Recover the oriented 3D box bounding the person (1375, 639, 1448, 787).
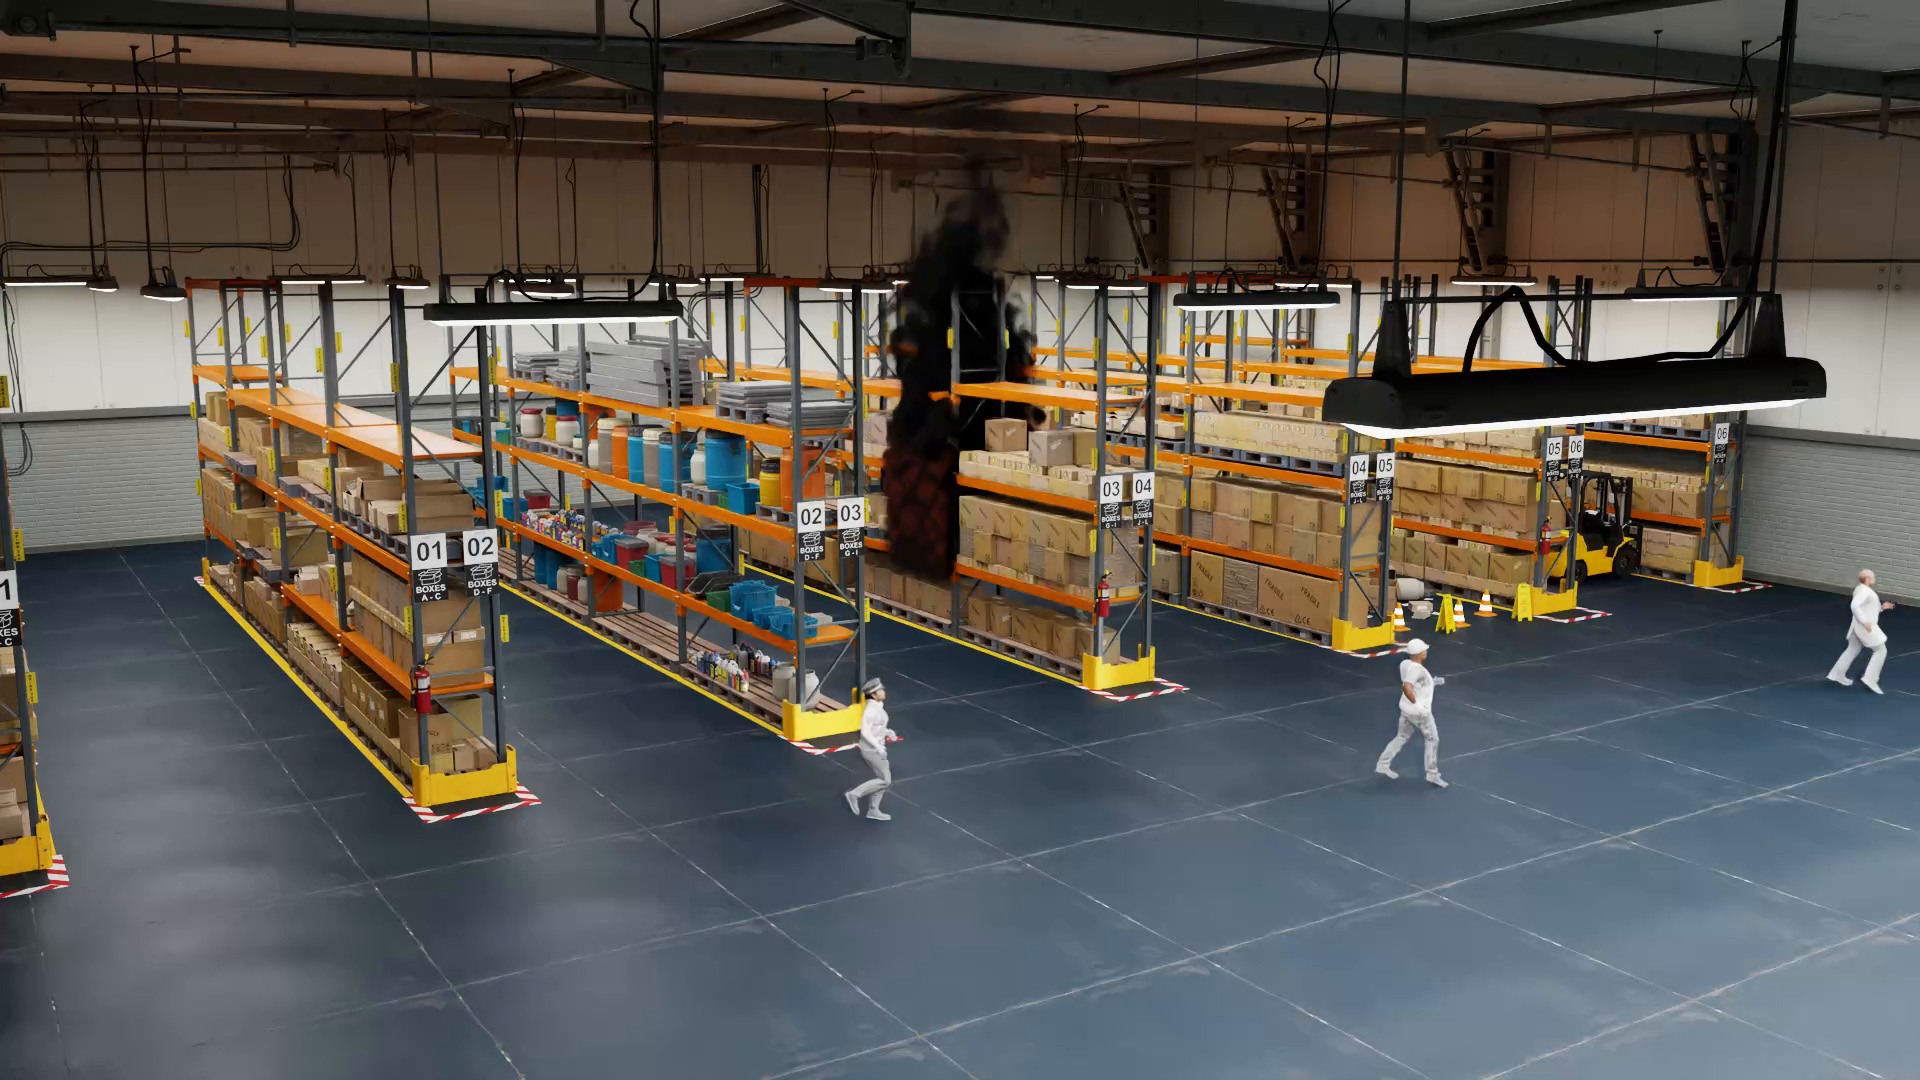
[{"bbox_3d":[5.500,2.092,20.116,0.874,1.826,0.671,-2,10,-10],"label":"person"}]

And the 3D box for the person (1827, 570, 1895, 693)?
[{"bbox_3d":[13.381,1.355,24.644,0.835,1.849,0.669,1,10,8],"label":"person"}]

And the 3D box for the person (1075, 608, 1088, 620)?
[{"bbox_3d":[2.201,0.527,29.694,0.677,1.758,0.647,-7,12,-35],"label":"person"}]

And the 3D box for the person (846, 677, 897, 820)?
[{"bbox_3d":[-1.011,2.377,18.955,0.594,1.674,0.606,-1,10,-3],"label":"person"}]

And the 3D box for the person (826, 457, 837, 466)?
[{"bbox_3d":[-3.401,-1.381,41.345,0.895,1.593,0.738,-5,11,-29],"label":"person"}]
